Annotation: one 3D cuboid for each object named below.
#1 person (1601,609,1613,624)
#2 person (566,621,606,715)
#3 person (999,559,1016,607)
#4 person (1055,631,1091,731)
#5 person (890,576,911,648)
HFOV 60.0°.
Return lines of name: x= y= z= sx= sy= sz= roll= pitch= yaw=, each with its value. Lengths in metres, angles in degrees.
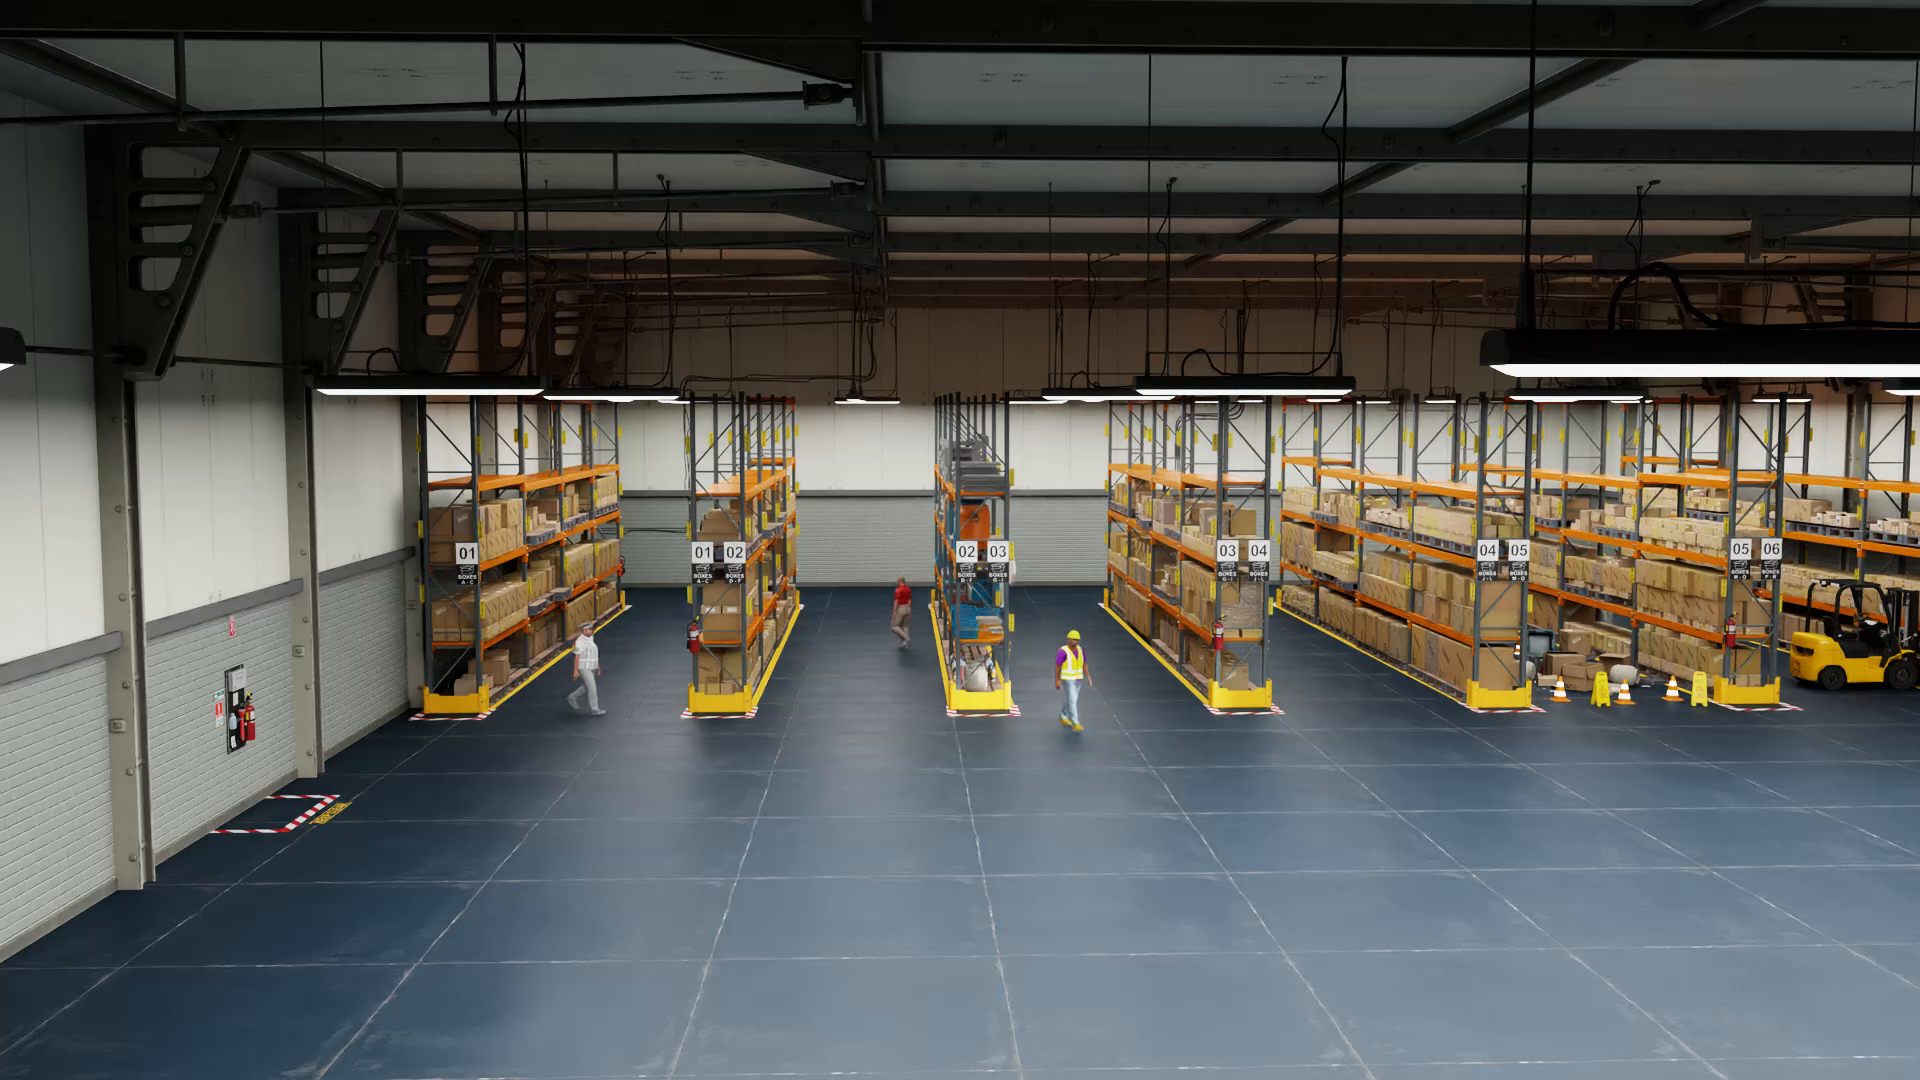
person: x=16.869 y=1.380 z=43.353 sx=0.609 sy=1.787 sz=0.403 roll=-3 pitch=5 yaw=-30
person: x=-6.988 y=2.364 z=30.974 sx=0.969 sy=1.736 sz=0.588 roll=2 pitch=5 yaw=24
person: x=1.303 y=1.054 z=47.764 sx=0.603 sy=1.640 sz=1.099 roll=-1 pitch=5 yaw=-11
person: x=2.041 y=2.475 z=29.541 sx=0.587 sy=1.725 sz=0.929 roll=-4 pitch=6 yaw=-39
person: x=-1.327 y=1.715 z=39.169 sx=0.548 sy=1.725 sz=0.586 roll=3 pitch=6 yaw=37
